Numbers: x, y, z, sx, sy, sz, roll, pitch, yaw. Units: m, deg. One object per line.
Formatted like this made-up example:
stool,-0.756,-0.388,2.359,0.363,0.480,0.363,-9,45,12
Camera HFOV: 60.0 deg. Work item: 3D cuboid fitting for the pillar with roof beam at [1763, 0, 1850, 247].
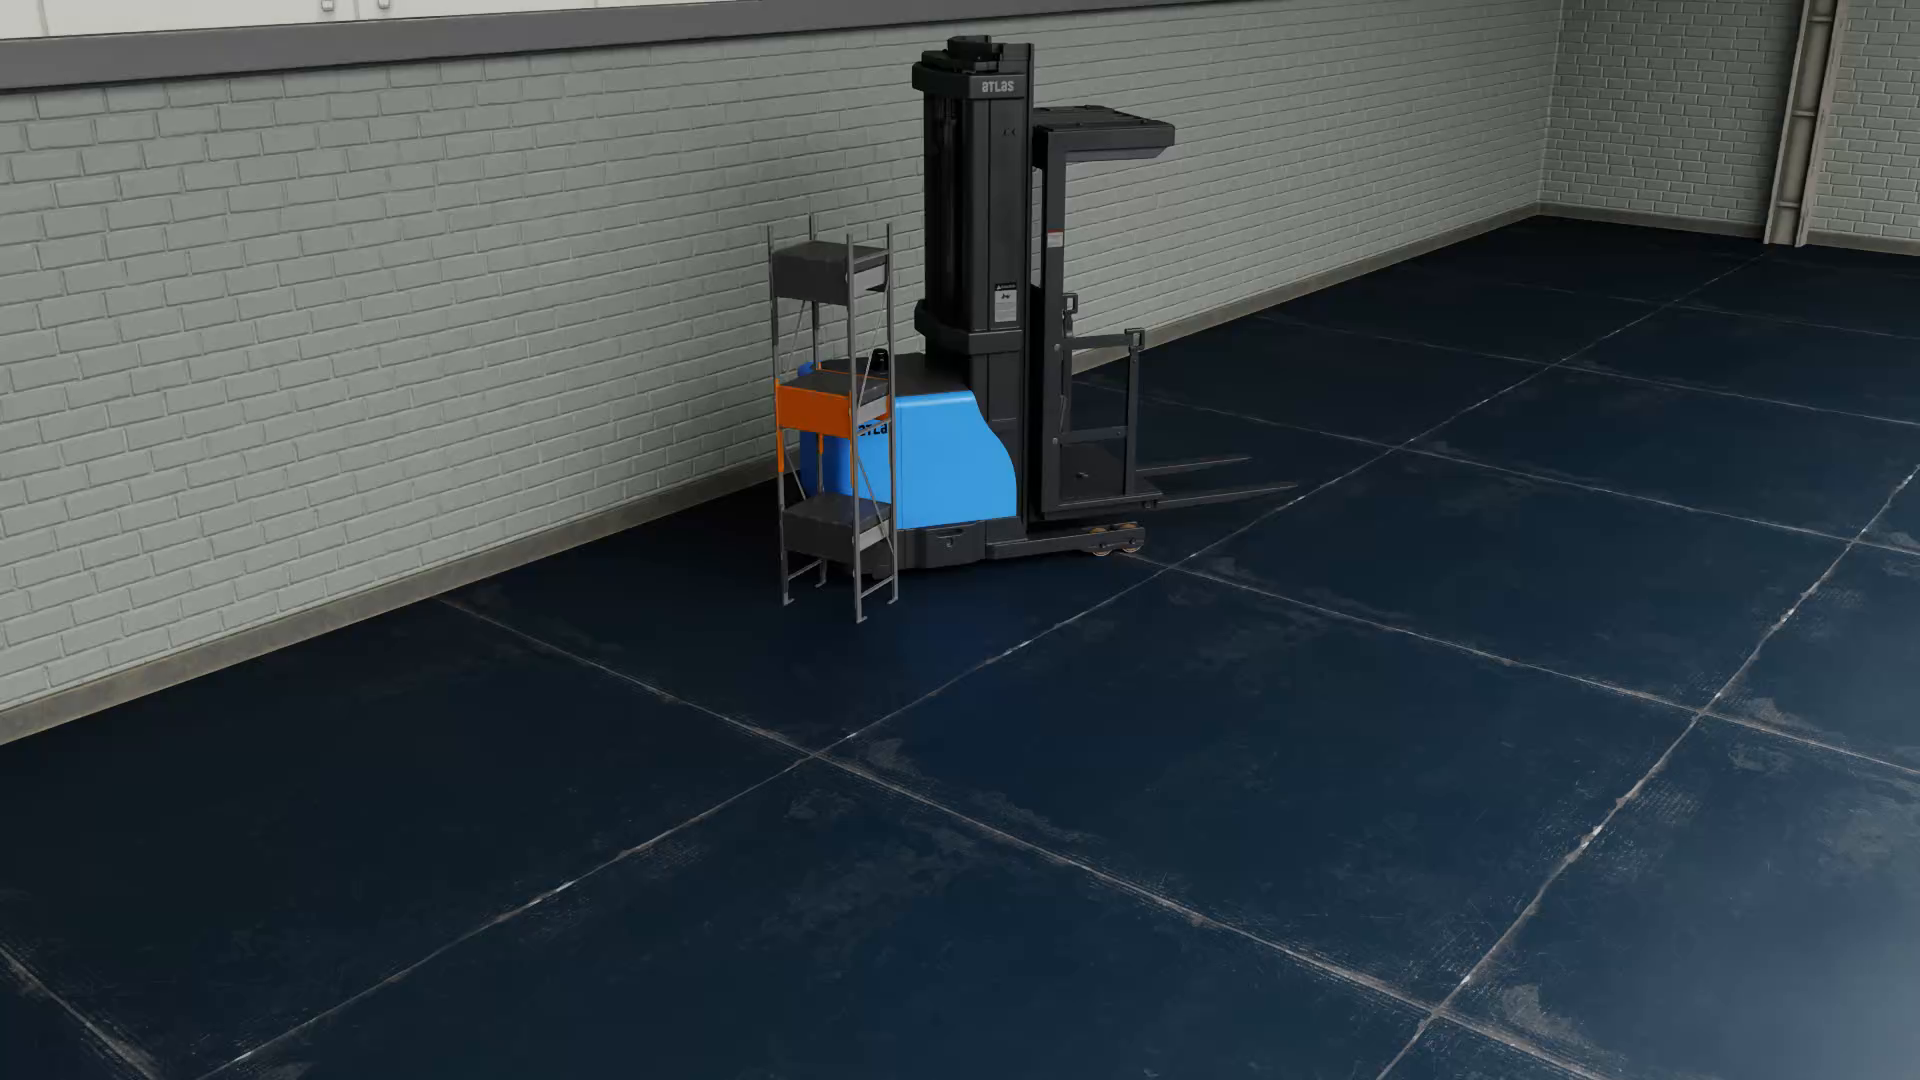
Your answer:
pillar with roof beam,6.848,-6.478,14.593,0.400,9.000,9.100,16,26,36

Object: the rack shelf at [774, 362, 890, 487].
rack shelf,-0.665,-0.623,8.883,0.480,0.518,0.431,12,24,28

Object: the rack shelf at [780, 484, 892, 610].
rack shelf,-0.665,0.032,9.130,0.480,0.518,0.431,12,24,28

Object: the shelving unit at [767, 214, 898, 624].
shelving unit,-0.665,-0.636,8.878,0.503,2.100,0.431,12,24,28

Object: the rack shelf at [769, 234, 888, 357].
rack shelf,-0.665,-1.278,8.636,0.480,0.518,0.431,12,24,28

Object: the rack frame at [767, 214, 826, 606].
rack frame,-0.875,-0.679,8.994,0.015,2.100,0.400,12,24,28

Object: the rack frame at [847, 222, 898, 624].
rack frame,-0.454,-0.592,8.762,0.015,2.100,0.400,12,24,28

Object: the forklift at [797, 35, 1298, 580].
forklift,0.589,-1.443,9.841,3.031,2.935,1.130,-7,22,-18
